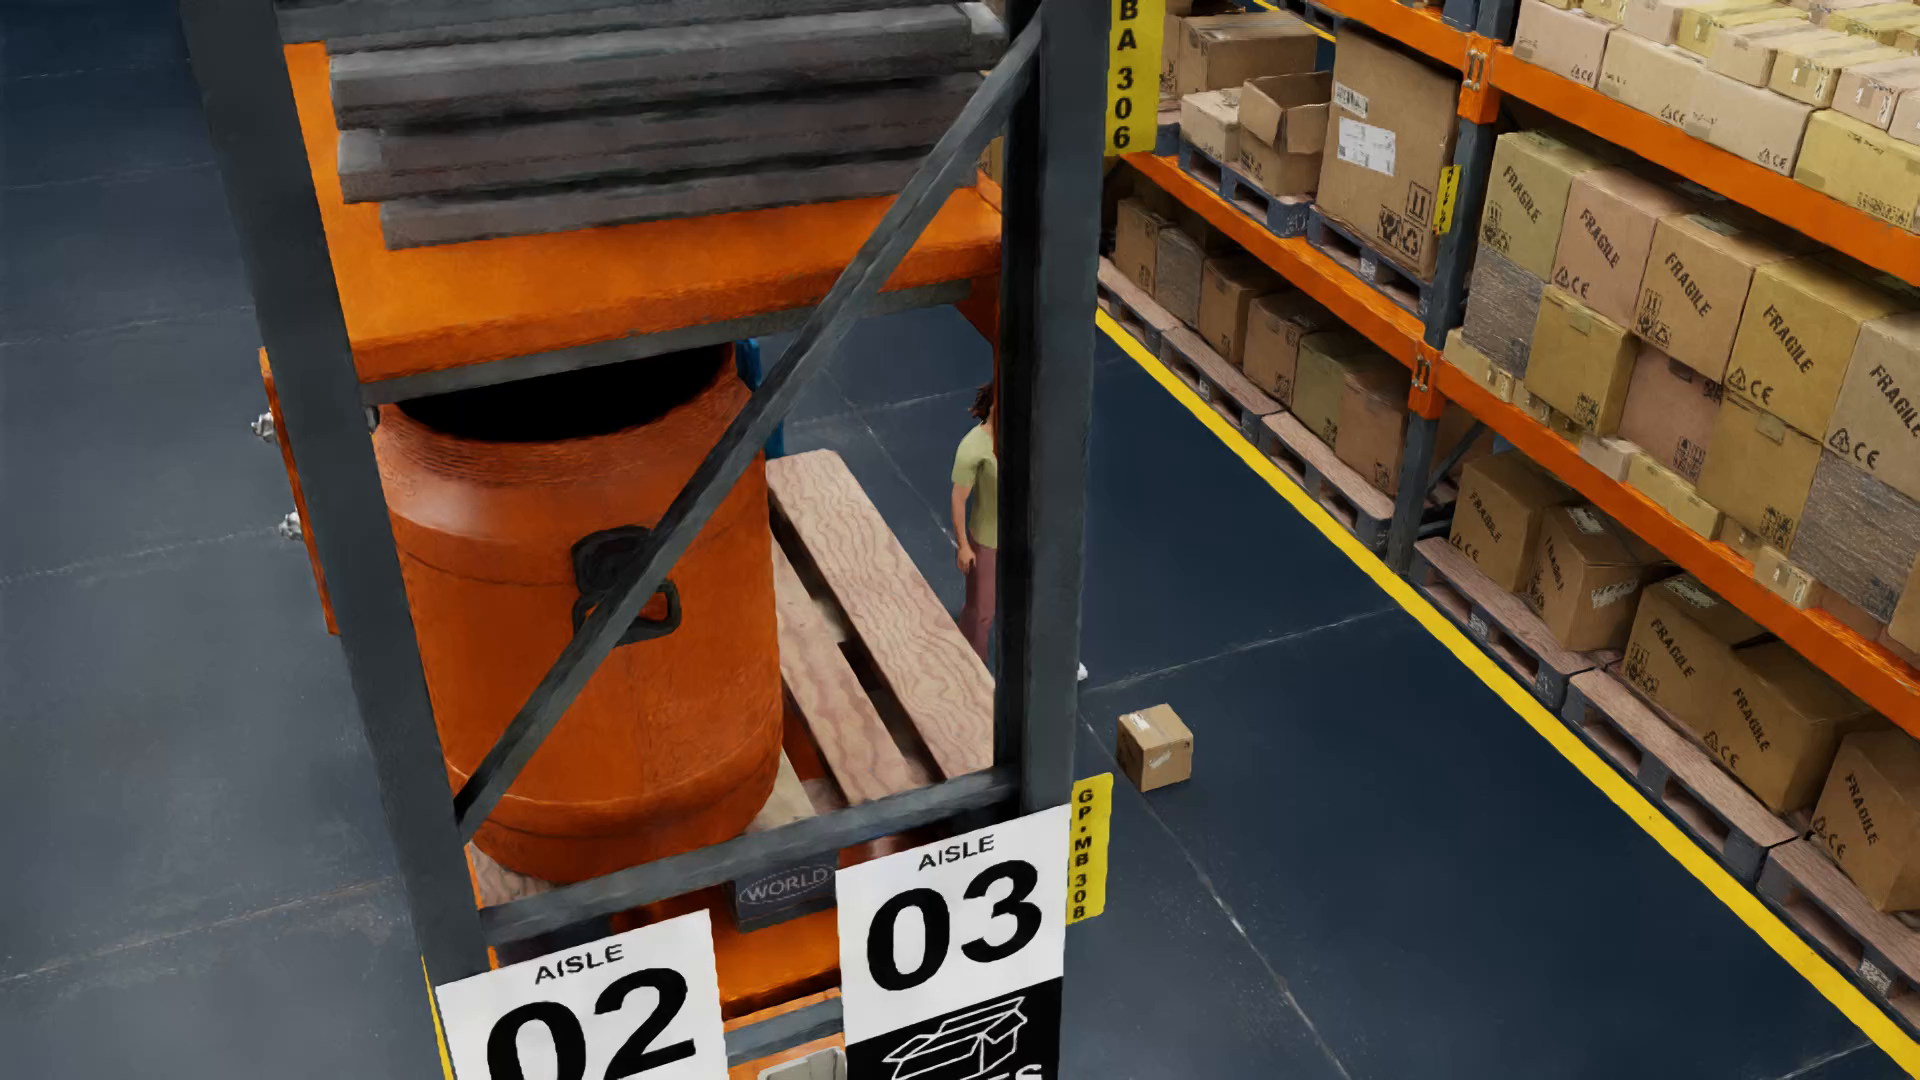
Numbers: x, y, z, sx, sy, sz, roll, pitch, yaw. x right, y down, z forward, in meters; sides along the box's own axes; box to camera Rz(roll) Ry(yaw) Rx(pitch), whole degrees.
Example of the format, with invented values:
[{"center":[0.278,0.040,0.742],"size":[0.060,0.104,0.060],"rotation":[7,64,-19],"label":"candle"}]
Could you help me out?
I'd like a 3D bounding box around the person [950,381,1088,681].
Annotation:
[{"center":[0.267,-0.021,7.519],"size":[0.597,1.674,0.445],"rotation":[-25,41,-32],"label":"person"}]
